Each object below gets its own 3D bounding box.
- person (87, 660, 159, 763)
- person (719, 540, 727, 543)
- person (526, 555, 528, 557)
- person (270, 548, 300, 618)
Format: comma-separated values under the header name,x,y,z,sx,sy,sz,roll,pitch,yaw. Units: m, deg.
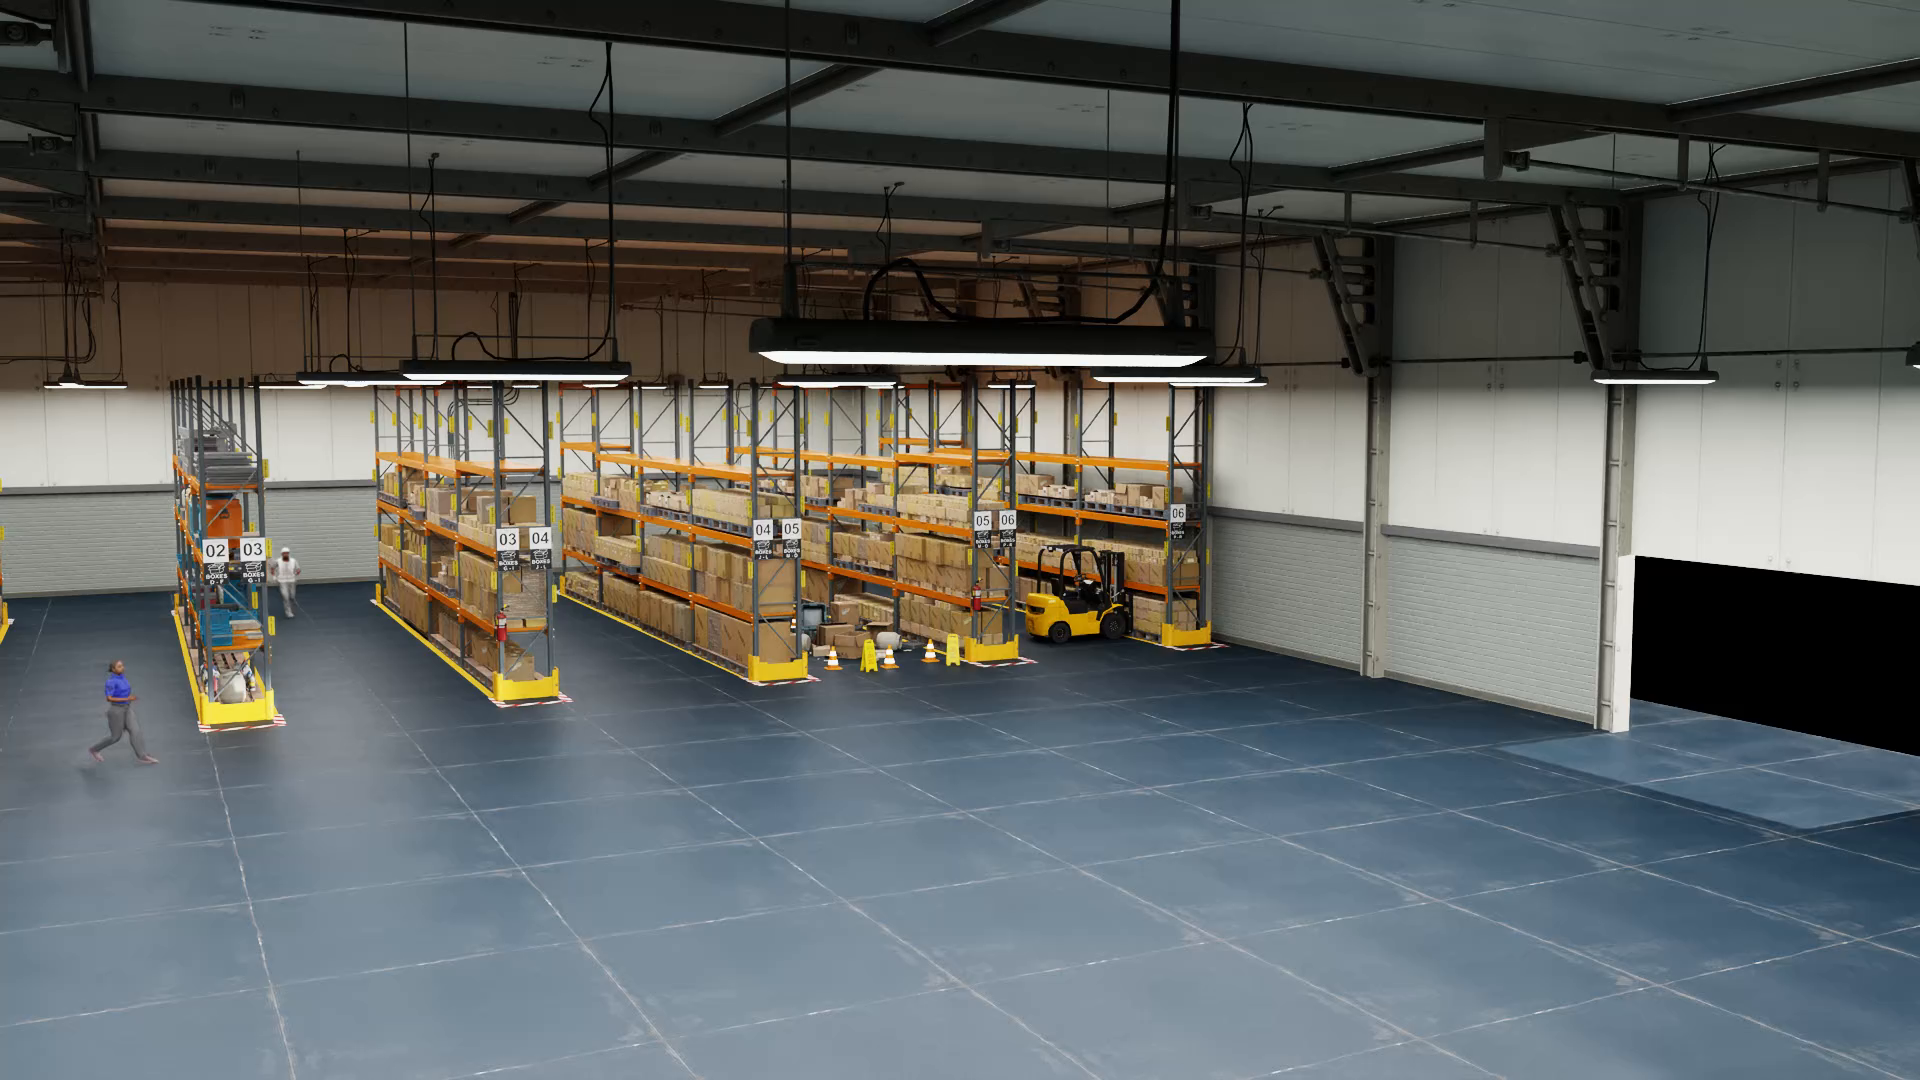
name,x,y,z,sx,sy,sz,roll,pitch,yaw
person,-12.812,2.631,25.409,1.020,1.607,0.593,0,5,2
person,-7.275,0.329,50.947,0.521,1.721,0.719,0,5,3
person,-12.549,0.732,46.974,0.653,1.608,0.986,0,5,3
person,-17.146,1.072,42.326,0.689,1.762,0.877,-3,6,-34
